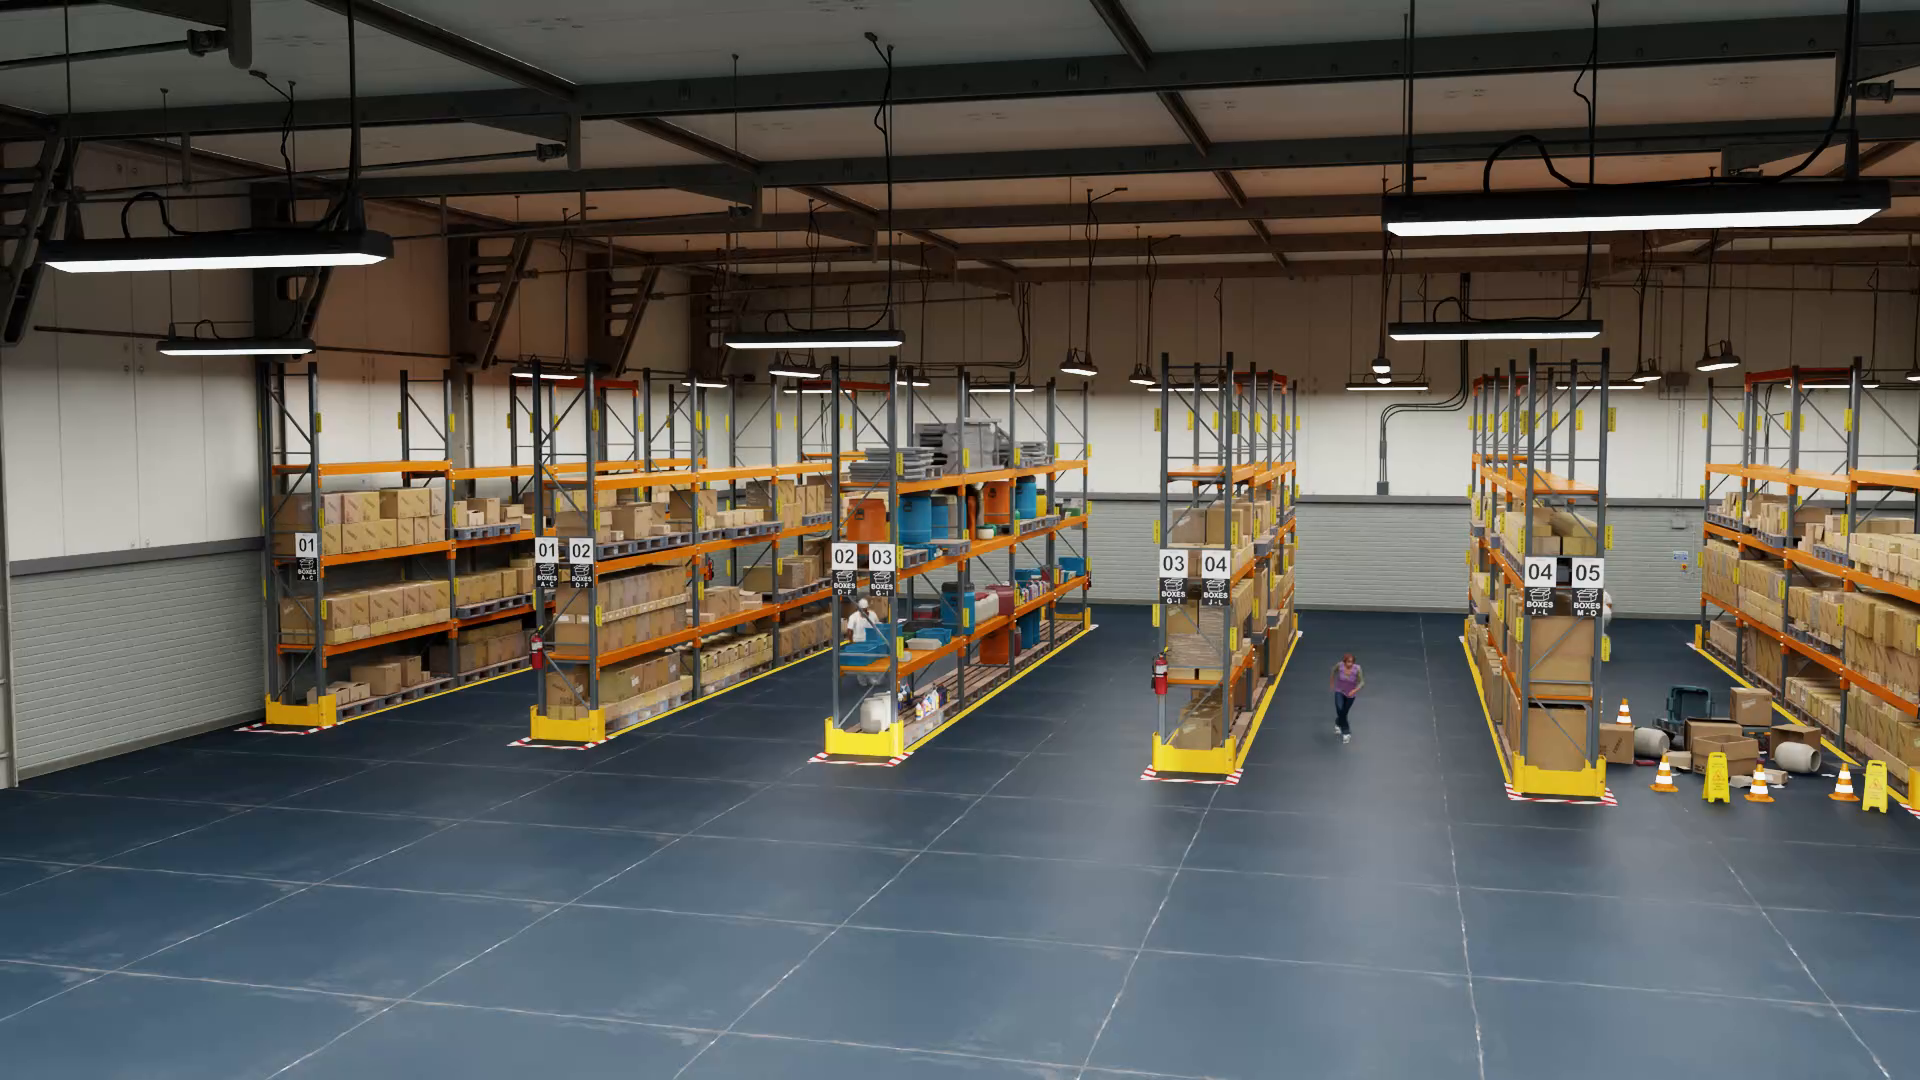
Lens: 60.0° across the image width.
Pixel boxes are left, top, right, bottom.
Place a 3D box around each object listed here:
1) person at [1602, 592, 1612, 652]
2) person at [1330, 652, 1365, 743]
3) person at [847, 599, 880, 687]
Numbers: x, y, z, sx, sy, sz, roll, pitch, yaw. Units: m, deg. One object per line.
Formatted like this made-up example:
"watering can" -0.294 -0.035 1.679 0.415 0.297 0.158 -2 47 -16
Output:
"person" 13.844 1.698 35.900 0.634 1.596 0.830 -2 4 -24
"person" 6.094 2.450 26.205 0.516 1.375 0.964 1 4 9
"person" -1.791 1.940 31.595 0.701 1.694 0.618 -2 4 -23
